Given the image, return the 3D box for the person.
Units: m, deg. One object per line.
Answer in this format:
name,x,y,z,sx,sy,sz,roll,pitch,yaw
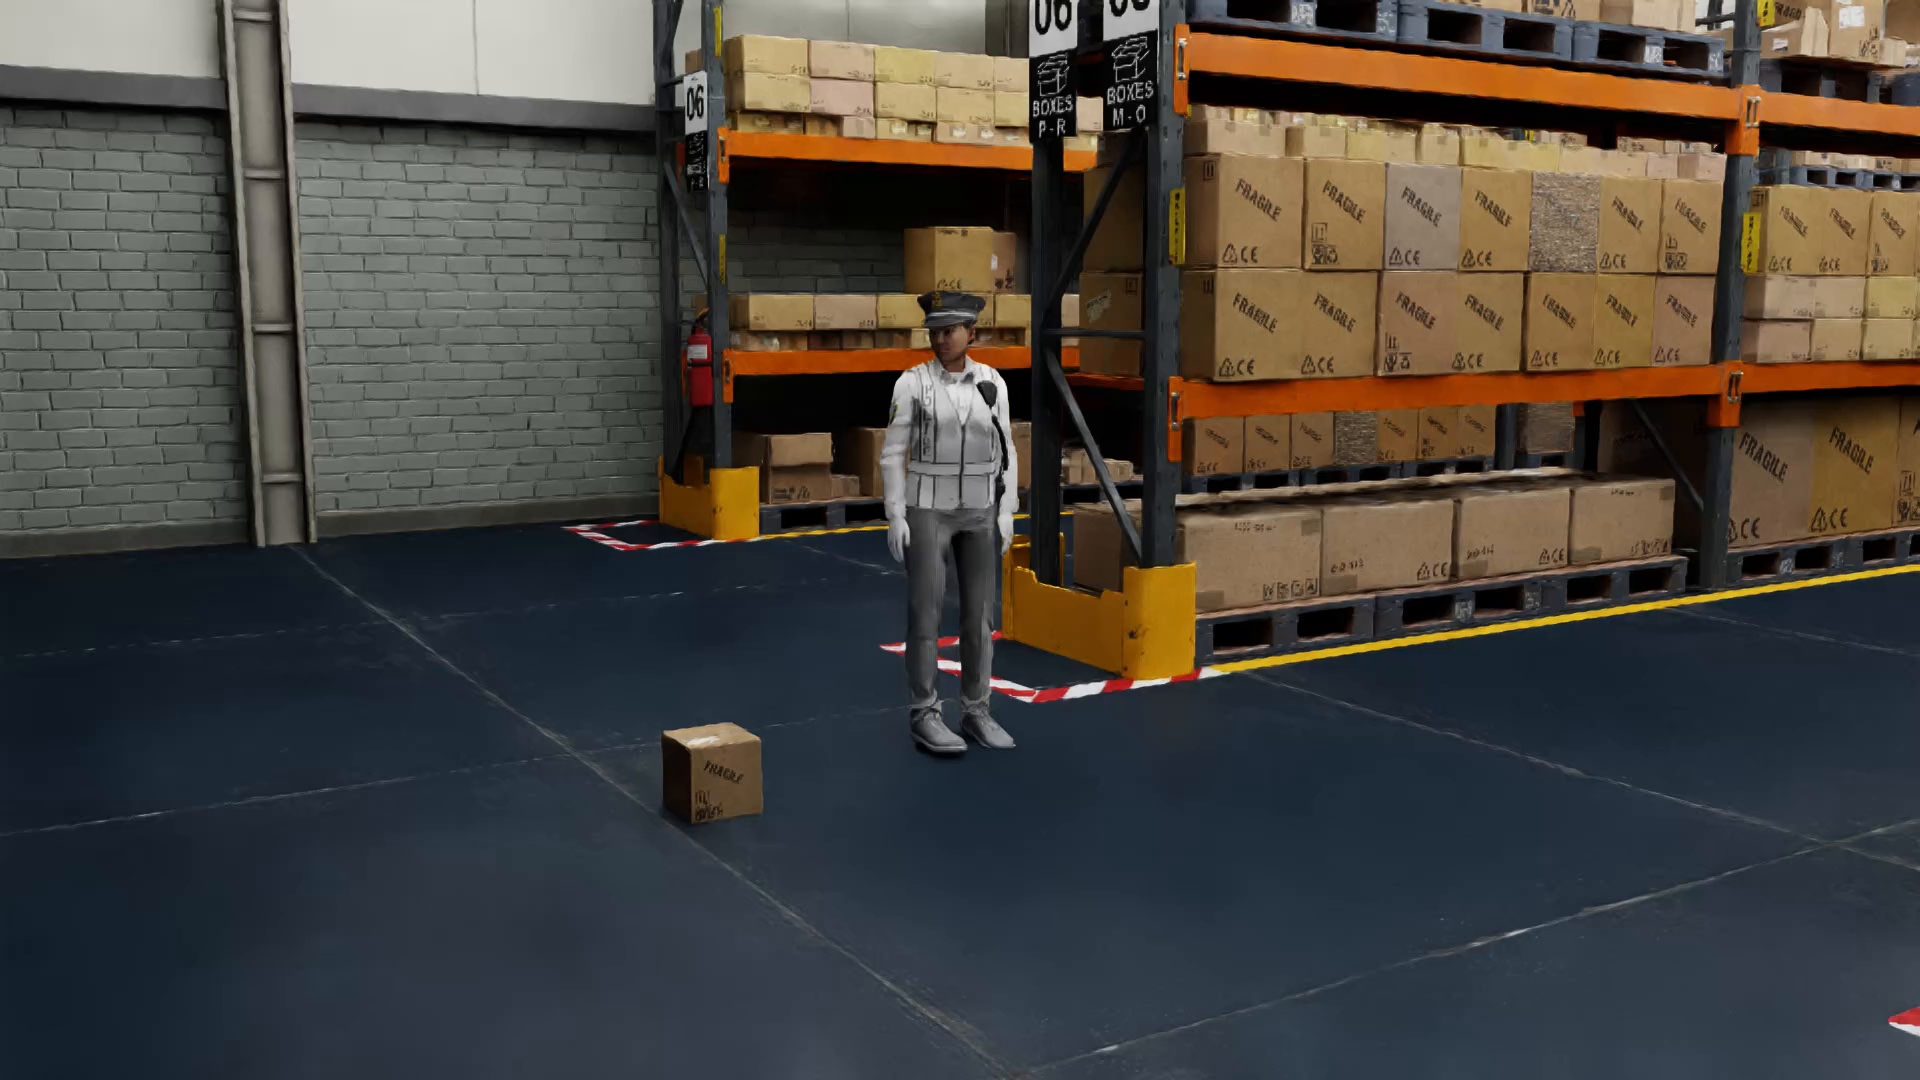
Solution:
person,-0.035,-0.052,6.152,0.509,1.714,0.378,-2,9,-16
